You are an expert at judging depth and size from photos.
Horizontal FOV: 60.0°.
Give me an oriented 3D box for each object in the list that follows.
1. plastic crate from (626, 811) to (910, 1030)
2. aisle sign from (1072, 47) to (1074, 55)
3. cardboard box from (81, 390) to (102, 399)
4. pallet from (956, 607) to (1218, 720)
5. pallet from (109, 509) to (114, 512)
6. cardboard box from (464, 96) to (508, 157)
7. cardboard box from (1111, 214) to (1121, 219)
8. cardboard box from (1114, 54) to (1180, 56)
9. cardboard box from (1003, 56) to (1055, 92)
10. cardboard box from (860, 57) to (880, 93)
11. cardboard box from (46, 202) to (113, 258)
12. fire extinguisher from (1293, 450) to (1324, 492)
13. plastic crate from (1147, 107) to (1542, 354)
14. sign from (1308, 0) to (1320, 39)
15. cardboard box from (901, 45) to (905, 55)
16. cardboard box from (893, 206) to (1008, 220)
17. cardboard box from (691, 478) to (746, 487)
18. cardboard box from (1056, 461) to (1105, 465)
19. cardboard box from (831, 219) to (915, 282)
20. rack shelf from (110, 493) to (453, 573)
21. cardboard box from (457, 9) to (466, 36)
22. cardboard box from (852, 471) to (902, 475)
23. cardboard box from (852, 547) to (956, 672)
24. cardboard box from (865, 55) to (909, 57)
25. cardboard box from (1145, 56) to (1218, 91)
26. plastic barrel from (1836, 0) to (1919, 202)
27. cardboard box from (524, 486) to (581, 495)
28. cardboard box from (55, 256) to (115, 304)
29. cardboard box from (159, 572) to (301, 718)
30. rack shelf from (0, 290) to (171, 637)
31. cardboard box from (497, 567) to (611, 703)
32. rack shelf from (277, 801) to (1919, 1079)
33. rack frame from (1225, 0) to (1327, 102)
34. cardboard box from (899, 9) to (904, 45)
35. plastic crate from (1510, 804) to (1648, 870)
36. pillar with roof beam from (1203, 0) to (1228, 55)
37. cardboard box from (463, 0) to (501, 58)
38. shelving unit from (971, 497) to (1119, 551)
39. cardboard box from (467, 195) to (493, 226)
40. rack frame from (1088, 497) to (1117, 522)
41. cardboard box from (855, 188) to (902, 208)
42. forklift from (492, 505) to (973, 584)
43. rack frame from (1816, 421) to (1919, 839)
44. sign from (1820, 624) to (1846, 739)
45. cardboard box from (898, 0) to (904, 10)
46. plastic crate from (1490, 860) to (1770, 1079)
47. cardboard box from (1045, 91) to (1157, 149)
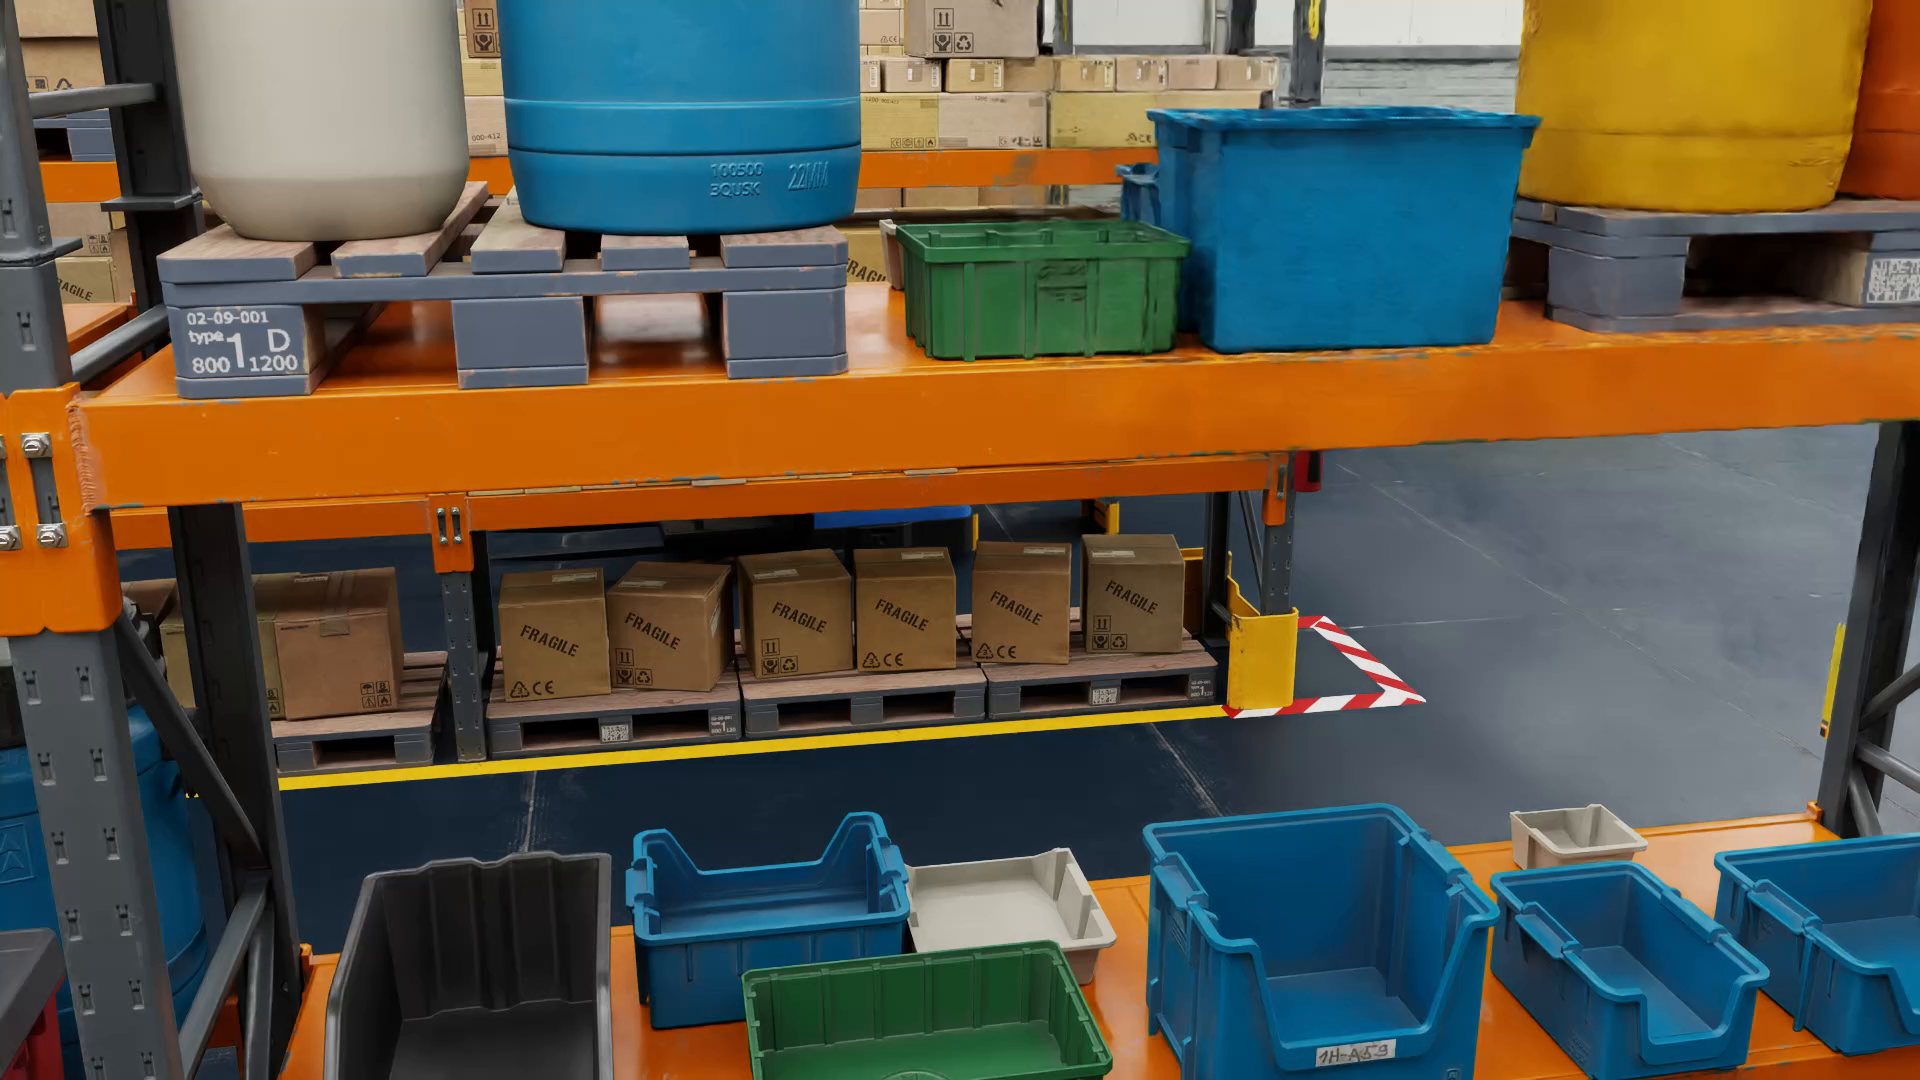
[{"bbox_3d":[-0.430,0.838,3.729,0.616,0.251,0.499,-3,17,-10],"label":"plastic crate"},{"bbox_3d":[0.807,-3.340,12.649,0.004,0.787,0.394,-3,17,-10],"label":"aisle sign"},{"bbox_3d":[-4.089,-0.648,7.422,0.637,0.503,0.797,-1,17,-5],"label":"cardboard box"},{"bbox_3d":[0.643,0.628,8.907,1.213,0.211,1.003,-3,17,-10],"label":"pallet"},{"bbox_3d":[-4.397,-0.329,7.600,1.213,0.211,1.003,-3,17,-10],"label":"pallet"},{"bbox_3d":[-1.915,-1.835,7.323,0.500,0.250,0.500,-4,18,-13],"label":"cardboard box"},{"bbox_3d":[1.029,-1.310,8.089,0.500,0.500,0.500,-3,17,-10],"label":"cardboard box"},{"bbox_3d":[0.935,-2.362,8.360,0.250,0.149,0.380,-3,17,-9],"label":"cardboard box"},{"bbox_3d":[0.275,-2.165,7.720,0.250,0.149,0.380,-3,17,-10],"label":"cardboard box"},{"bbox_3d":[-0.508,-2.111,7.544,0.250,0.149,0.380,-3,17,-9],"label":"cardboard box"},{"bbox_3d":[-6.235,-2.310,11.852,0.500,0.500,0.700,-3,17,-11],"label":"cardboard box"},{"bbox_3d":[1.722,-0.581,8.225,0.183,0.674,0.296,-3,17,-10],"label":"fire extinguisher"},{"bbox_3d":[0.647,-0.550,2.911,0.575,0.384,0.392,-3,17,-10],"label":"plastic crate"},{"bbox_3d":[1.608,-2.440,7.531,0.005,0.325,0.100,-3,17,-10],"label":"sign"},{"bbox_3d":[-0.329,-3.584,12.304,0.250,0.149,0.380,-3,17,-10],"label":"cardboard box"},{"bbox_3d":[-0.052,-1.406,8.400,0.500,0.500,0.500,-3,17,-10],"label":"cardboard box"},{"bbox_3d":[-1.152,-0.377,7.859,0.250,0.149,0.380,-3,17,-10],"label":"cardboard box"},{"bbox_3d":[0.552,-0.497,8.248,0.250,0.149,0.380,-3,17,-10],"label":"cardboard box"},{"bbox_3d":[-0.444,-1.228,7.821,0.500,0.500,0.500,-3,17,-10],"label":"cardboard box"},{"bbox_3d":[-4.369,-0.066,7.643,4.000,0.370,1.077,-3,17,-10],"label":"rack shelf"},{"bbox_3d":[-4.830,-5.111,16.423,0.500,0.250,0.500,-3,17,-9],"label":"cardboard box"},{"bbox_3d":[-0.430,-0.441,8.066,0.250,0.149,0.380,-3,17,-10],"label":"cardboard box"},{"bbox_3d":[-0.293,0.353,8.597,0.500,0.500,0.500,-2,17,-5],"label":"cardboard box"},{"bbox_3d":[-0.311,-2.258,8.023,0.250,0.149,0.380,-3,17,-11],"label":"cardboard box"},{"bbox_3d":[1.031,-2.211,7.868,0.250,0.149,0.380,-4,17,-12],"label":"cardboard box"},{"bbox_3d":[2.009,-1.093,3.204,0.708,0.830,0.600,-3,17,-10],"label":"plastic barrel"},{"bbox_3d":[-1.889,-0.337,7.727,0.250,0.149,0.380,-3,17,-10],"label":"cardboard box"},{"bbox_3d":[-6.183,-1.758,11.757,0.500,0.500,0.500,-3,17,-11],"label":"cardboard box"},{"bbox_3d":[-3.484,0.512,8.043,0.500,0.500,0.700,-3,17,-11],"label":"cardboard box"},{"bbox_3d":[-3.429,-0.072,2.554,4.000,0.370,1.077,-3,17,-10],"label":"rack shelf"},{"bbox_3d":[-2.005,0.462,8.241,0.500,0.500,0.500,-4,17,-12],"label":"cardboard box"},{"bbox_3d":[0.498,1.139,3.720,4.000,0.370,1.077,-3,17,-10],"label":"rack shelf"},{"bbox_3d":[1.522,-3.612,7.745,0.127,3.000,1.000,-3,17,-10],"label":"rack frame"},{"bbox_3d":[-0.238,-3.797,12.320,0.500,0.250,0.500,-3,17,-10],"label":"cardboard box"},{"bbox_3d":[1.522,0.767,4.155,0.250,0.136,0.298,-3,17,-10],"label":"plastic crate"},{"bbox_3d":[4.550,-7.214,19.471,0.400,9.000,9.100,-3,17,-10],"label":"pillar with roof beam"},{"bbox_3d":[-2.012,-2.483,7.649,0.500,0.500,0.500,-4,17,-12],"label":"cardboard box"},{"bbox_3d":[0.489,-0.766,11.251,1.083,1.500,0.587,-5,18,-14],"label":"shelving unit"},{"bbox_3d":[-3.733,-2.453,12.317,0.500,0.500,0.700,-4,17,-11],"label":"cardboard box"},{"bbox_3d":[0.989,-0.805,11.380,0.032,1.500,0.500,-5,18,-14],"label":"rack frame"},{"bbox_3d":[-0.789,-2.709,12.927,0.550,0.550,0.875,-3,17,-10],"label":"cardboard box"},{"bbox_3d":[-1.489,-1.284,10.500,3.031,2.935,1.130,-5,18,-14],"label":"forklift"},{"bbox_3d":[2.462,0.684,3.977,0.127,3.000,1.000,-3,17,-10],"label":"rack frame"},{"bbox_3d":[2.362,0.393,4.453,0.005,0.325,0.100,-3,17,-10],"label":"sign"},{"bbox_3d":[-0.337,-3.964,12.184,0.250,0.149,0.380,-3,17,-10],"label":"cardboard box"},{"bbox_3d":[1.389,0.903,3.515,0.408,0.251,0.499,-3,17,-10],"label":"plastic crate"},{"bbox_3d":[0.608,-1.978,7.788,0.500,0.250,0.500,-3,17,-10],"label":"cardboard box"}]
